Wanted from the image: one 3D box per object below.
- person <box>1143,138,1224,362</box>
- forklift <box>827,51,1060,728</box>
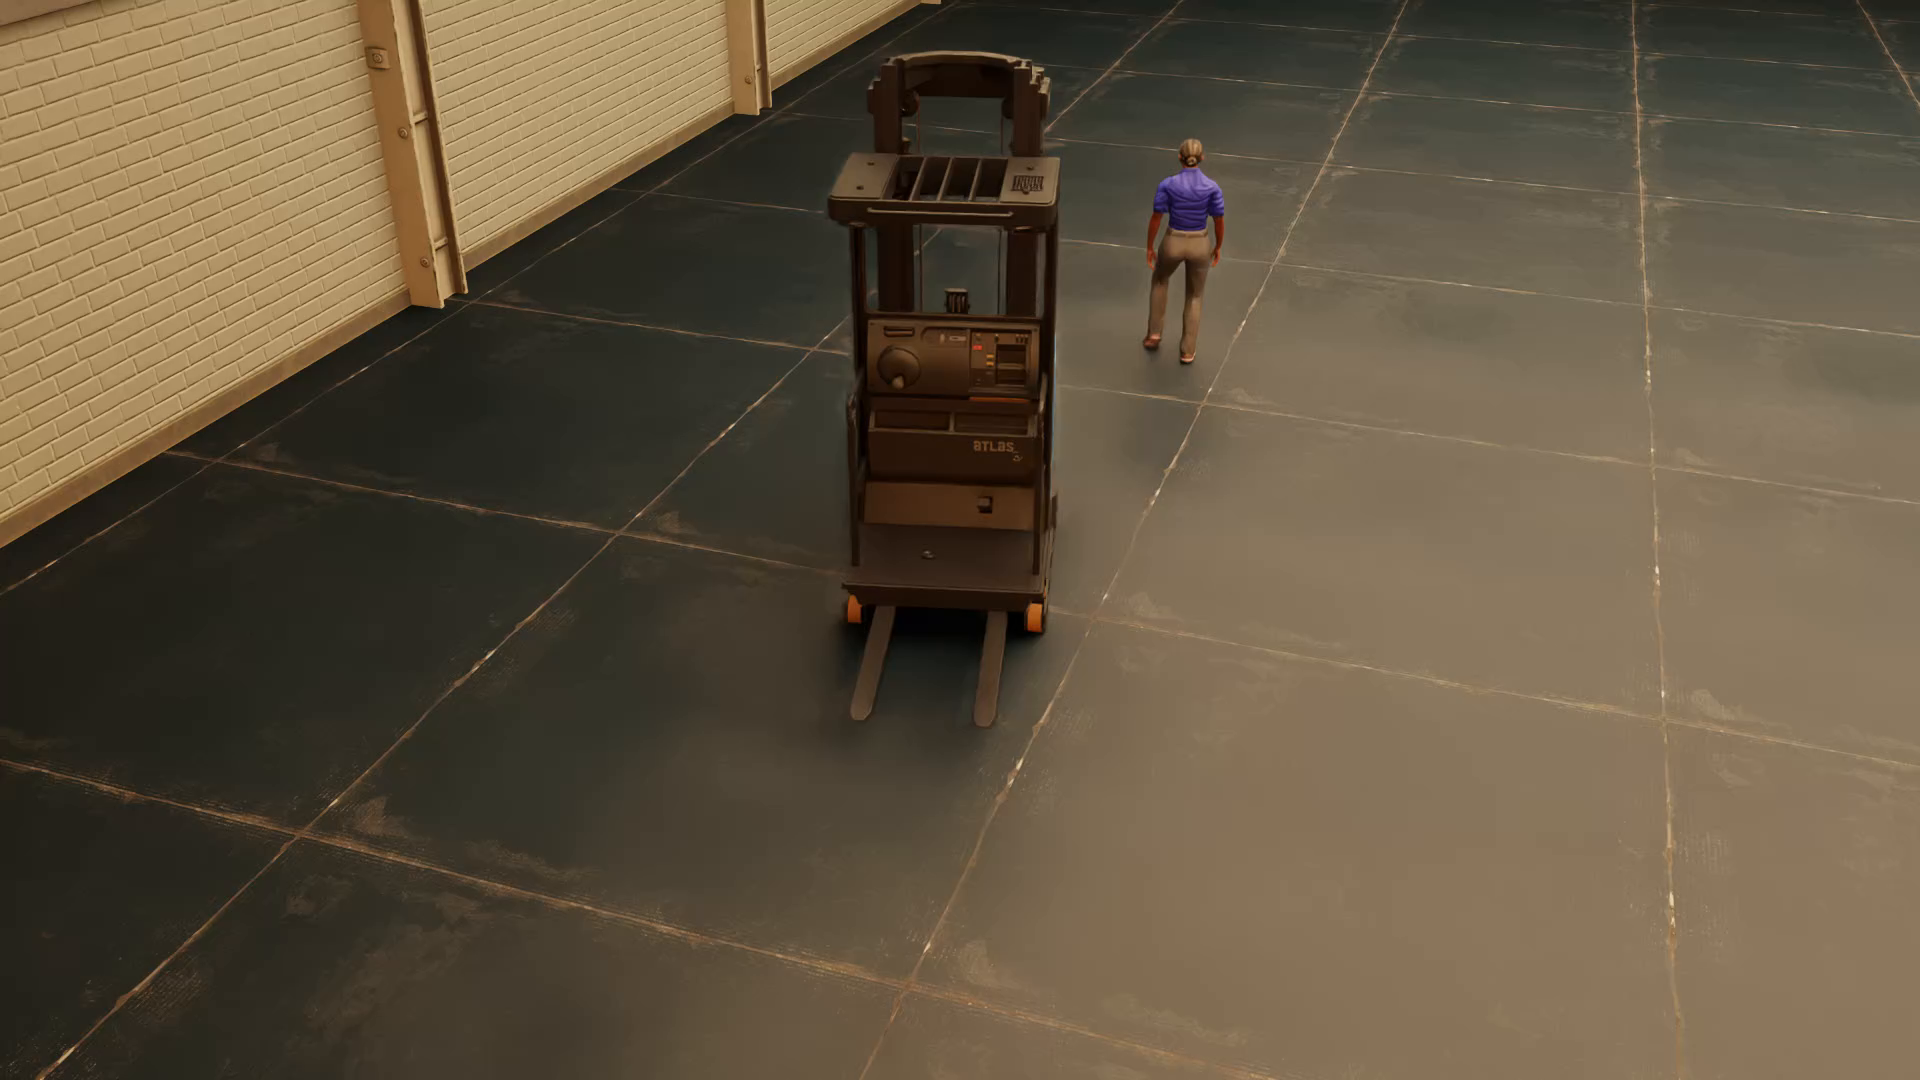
[{"bbox_3d":[1.648,-2.114,12.225,0.552,1.705,0.484,4,30,7],"label":"person"},{"bbox_3d":[-0.055,-0.936,8.779,1.130,2.935,3.031,3,30,5],"label":"forklift"}]
